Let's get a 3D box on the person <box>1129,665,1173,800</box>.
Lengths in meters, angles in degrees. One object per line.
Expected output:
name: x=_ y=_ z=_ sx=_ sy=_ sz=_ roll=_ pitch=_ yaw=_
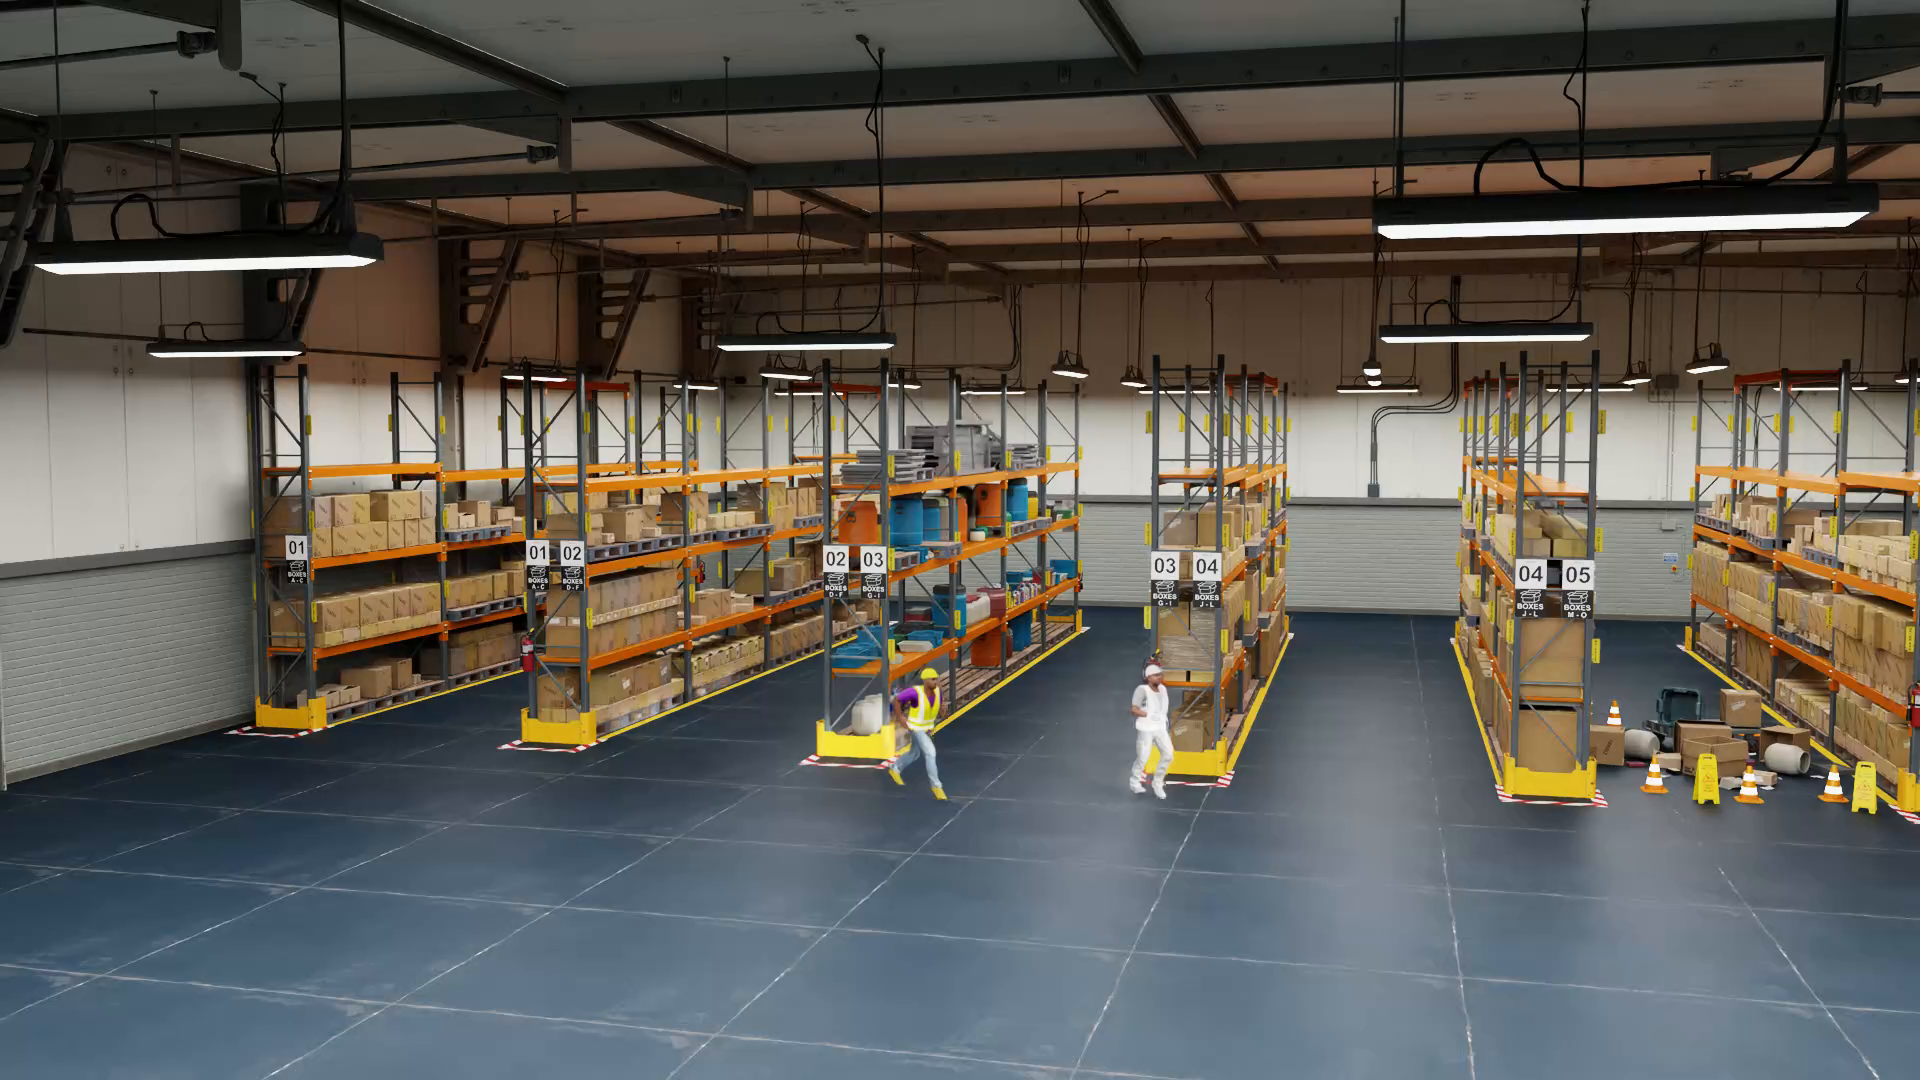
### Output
person: x=2.592 y=2.570 z=22.291 sx=0.701 sy=1.802 sz=0.749 roll=-2 pitch=4 yaw=-28

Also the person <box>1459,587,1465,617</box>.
person: x=12.069 y=1.415 z=39.197 sx=0.769 sy=1.808 sz=0.666 roll=0 pitch=4 yaw=4

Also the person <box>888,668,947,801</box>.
person: x=-0.568 y=2.590 z=22.500 sx=1.076 sy=1.770 sz=0.699 roll=3 pitch=5 yaw=37
